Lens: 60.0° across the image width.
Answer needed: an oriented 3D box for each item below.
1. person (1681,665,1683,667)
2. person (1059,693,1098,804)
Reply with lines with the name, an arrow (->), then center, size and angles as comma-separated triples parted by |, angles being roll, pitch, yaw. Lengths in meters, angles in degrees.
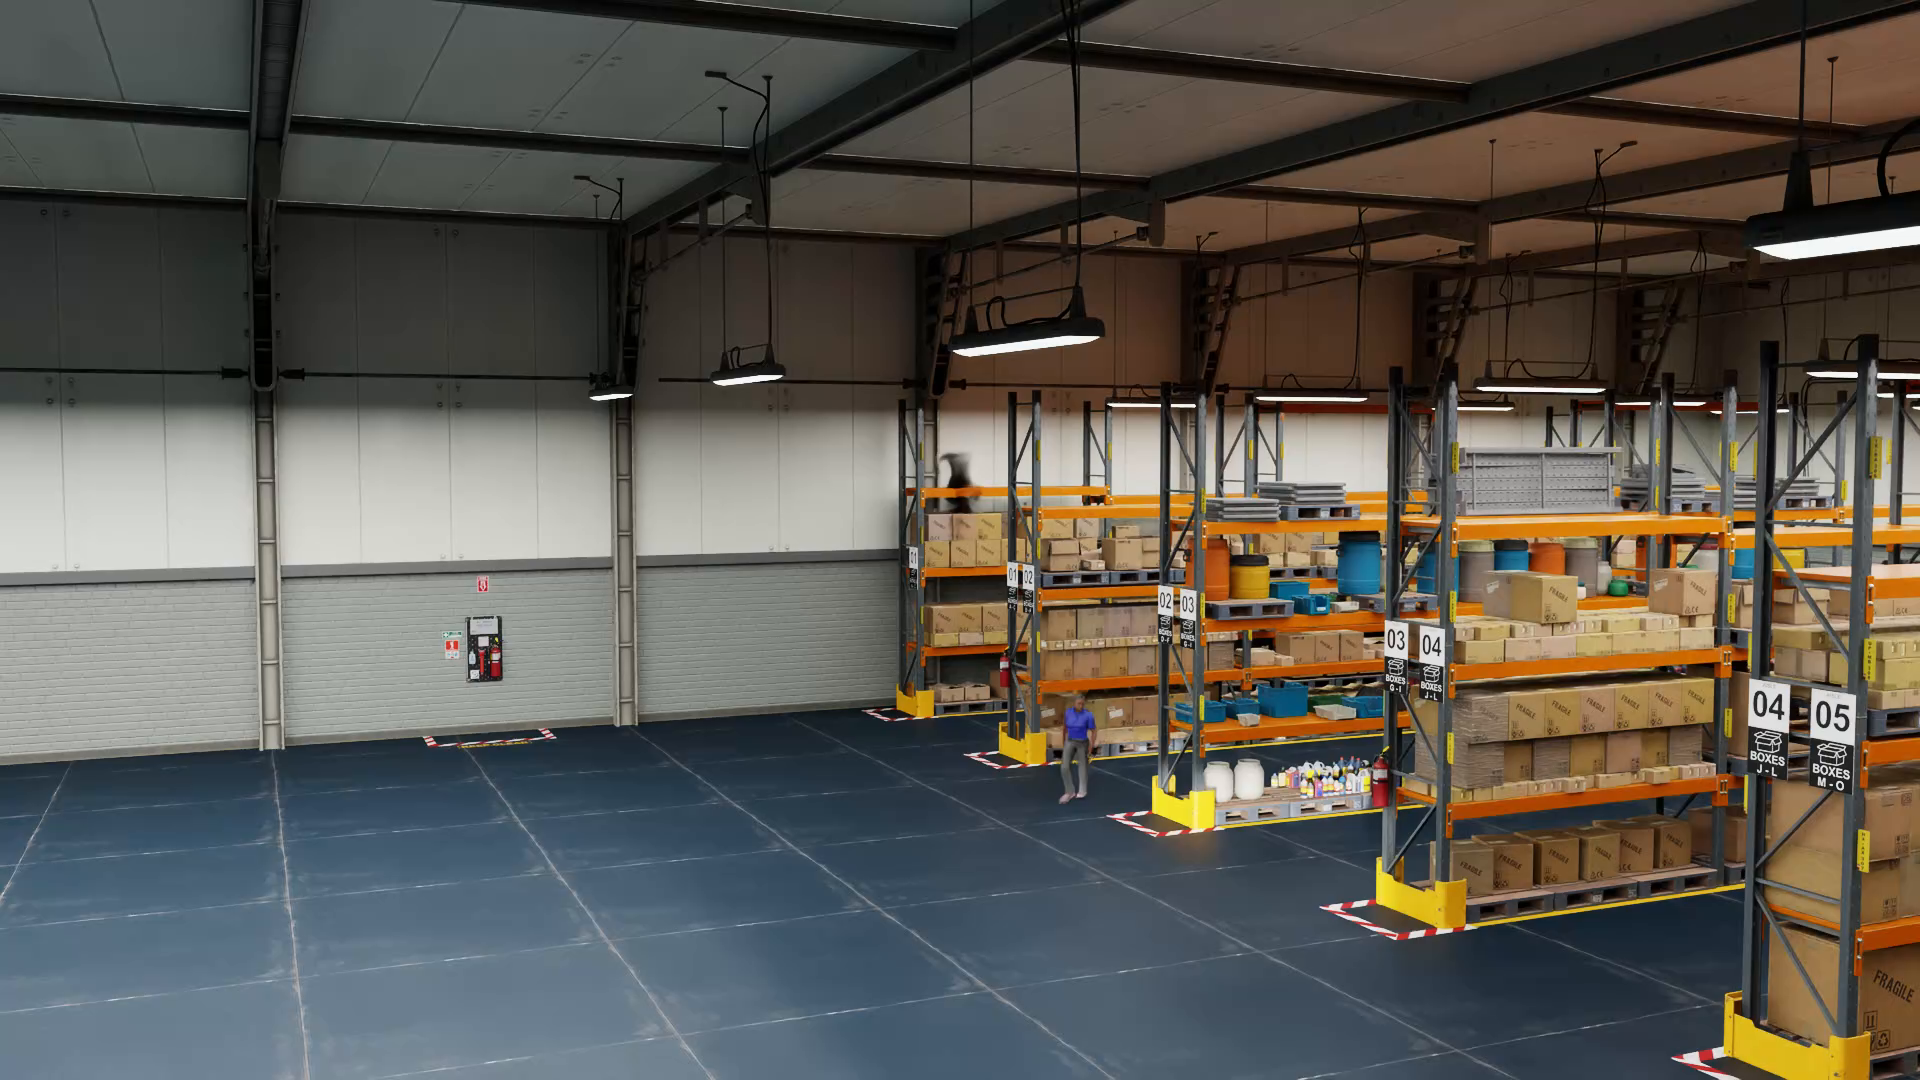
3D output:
person -> 16.140, 2.209, 36.541 | 0.720, 1.647, 0.958 | 0, 3, -8
person -> 1.708, 2.976, 23.933 | 0.544, 1.611, 0.742 | 1, 3, 14
